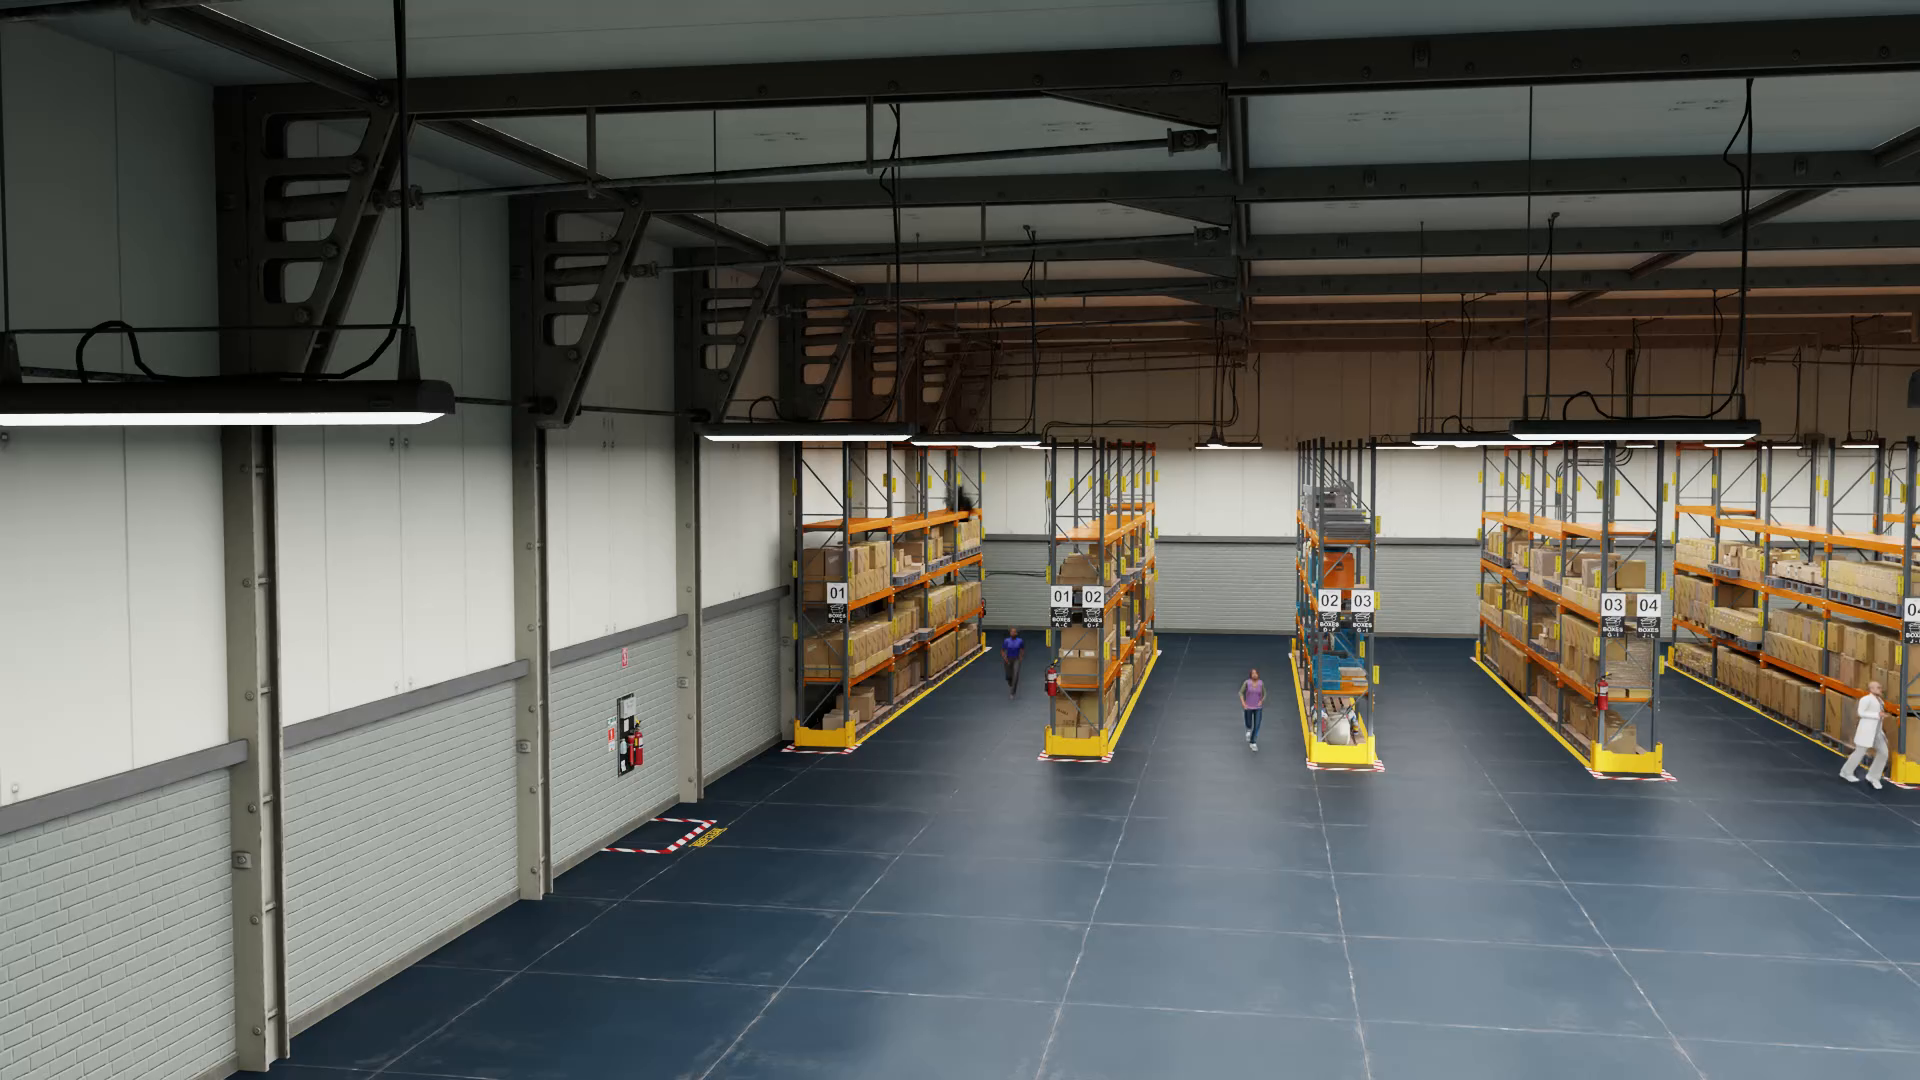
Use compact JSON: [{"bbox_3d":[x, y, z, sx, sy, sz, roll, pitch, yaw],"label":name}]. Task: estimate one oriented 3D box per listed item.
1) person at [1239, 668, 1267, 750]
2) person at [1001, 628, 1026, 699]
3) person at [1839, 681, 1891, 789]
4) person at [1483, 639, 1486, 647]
[{"bbox_3d":[5.660,3.253,32.101,0.542,1.561,0.570,0,3,5],"label":"person"},{"bbox_3d":[1.252,2.876,39.024,0.569,1.632,0.864,0,3,6],"label":"person"},{"bbox_3d":[15.606,3.341,28.526,0.705,1.847,0.823,-2,3,-27],"label":"person"},{"bbox_3d":[15.009,2.375,46.919,0.702,1.745,0.735,2,4,32],"label":"person"}]
